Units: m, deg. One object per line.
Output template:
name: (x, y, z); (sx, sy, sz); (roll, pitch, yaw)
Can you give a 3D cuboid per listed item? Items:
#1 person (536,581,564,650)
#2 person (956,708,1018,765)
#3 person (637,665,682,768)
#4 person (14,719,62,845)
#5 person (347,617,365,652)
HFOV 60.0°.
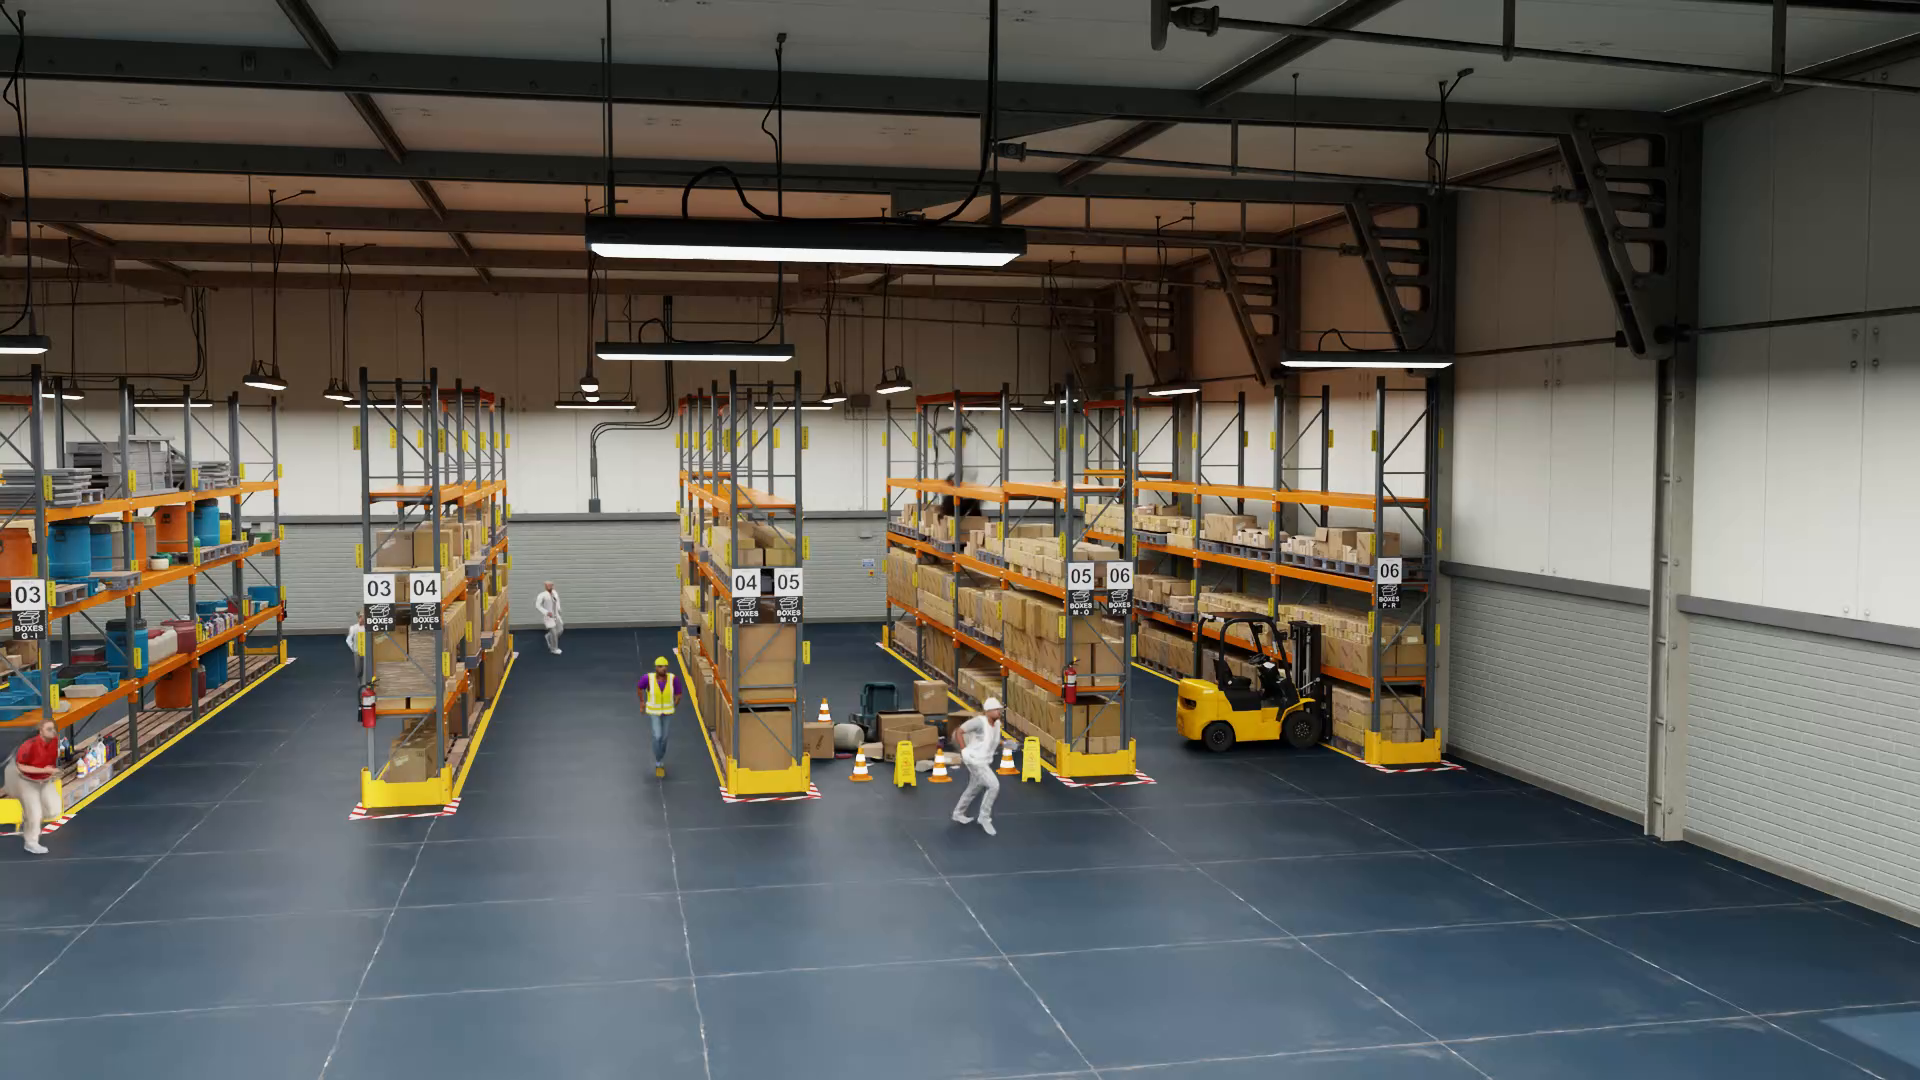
person: (-9.676, 1.787, 39.219); (0.536, 1.661, 0.725); (3, 4, 37)
person: (0.360, 2.468, 21.247); (0.650, 0.845, 0.707); (2, 4, 31)
person: (-4.505, 2.586, 25.060); (0.622, 1.617, 0.875); (-2, 4, -26)
person: (-14.283, 2.076, 20.609); (6.863, 3.244, 2.208); (1, 4, 23)
person: (-11.794, 1.810, 32.828); (0.608, 0.780, 0.380); (-1, 4, -17)
